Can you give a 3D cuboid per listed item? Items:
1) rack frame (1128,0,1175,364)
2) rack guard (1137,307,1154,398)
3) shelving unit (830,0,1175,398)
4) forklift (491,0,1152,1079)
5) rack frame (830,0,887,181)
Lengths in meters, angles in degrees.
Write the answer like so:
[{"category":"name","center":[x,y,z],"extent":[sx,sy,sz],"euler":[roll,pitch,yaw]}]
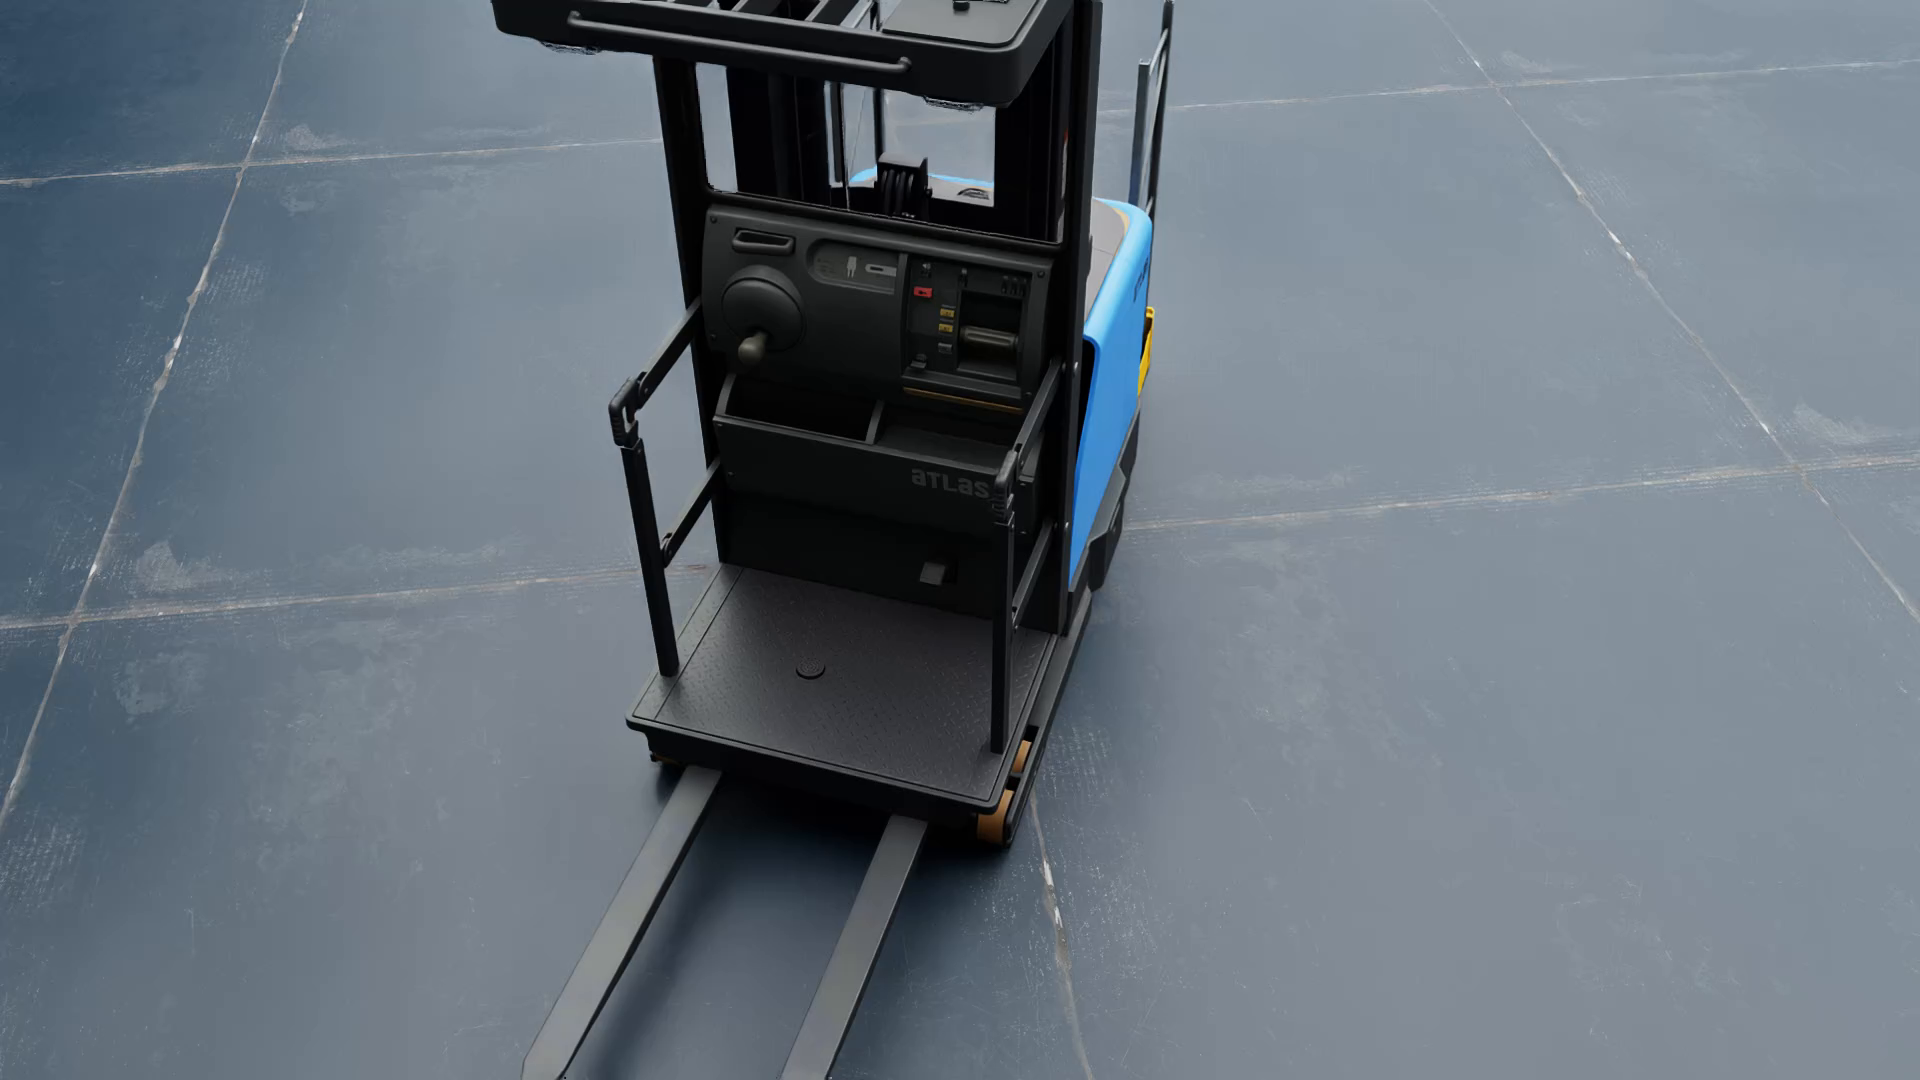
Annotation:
[{"category":"rack frame","center":[0.632,-1.076,5.823],"extent":[0.032,1.500,0.500],"euler":[10,43,11]},{"category":"rack guard","center":[0.631,-0.612,6.242],"extent":[0.087,0.250,0.587],"euler":[10,43,11]},{"category":"shelving unit","center":[0.150,-1.162,5.918],"extent":[1.083,1.500,0.587],"euler":[10,43,11]},{"category":"forklift","center":[-0.288,-0.519,4.137],"extent":[1.130,2.935,3.031],"euler":[12,43,13]},{"category":"rack frame","center":[-0.350,-1.251,6.017],"extent":[0.032,1.500,0.500],"euler":[10,43,11]}]
